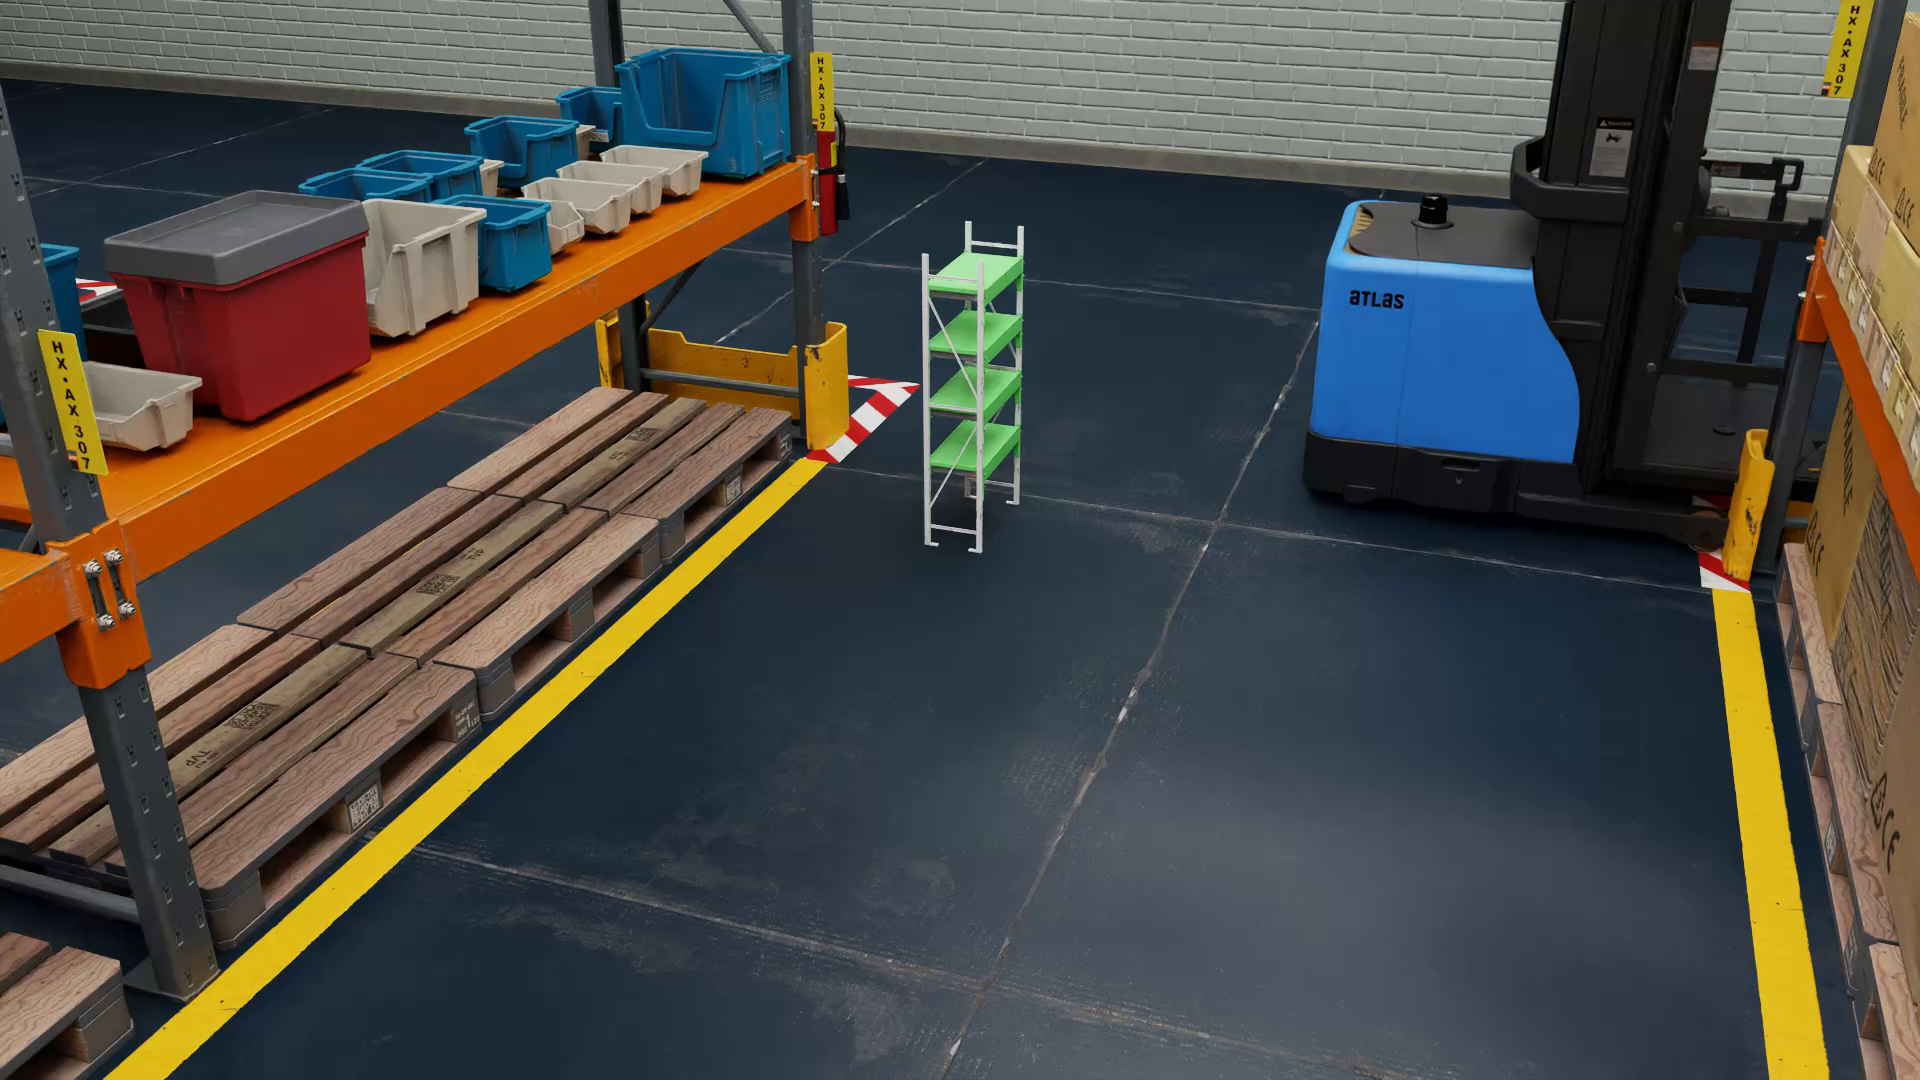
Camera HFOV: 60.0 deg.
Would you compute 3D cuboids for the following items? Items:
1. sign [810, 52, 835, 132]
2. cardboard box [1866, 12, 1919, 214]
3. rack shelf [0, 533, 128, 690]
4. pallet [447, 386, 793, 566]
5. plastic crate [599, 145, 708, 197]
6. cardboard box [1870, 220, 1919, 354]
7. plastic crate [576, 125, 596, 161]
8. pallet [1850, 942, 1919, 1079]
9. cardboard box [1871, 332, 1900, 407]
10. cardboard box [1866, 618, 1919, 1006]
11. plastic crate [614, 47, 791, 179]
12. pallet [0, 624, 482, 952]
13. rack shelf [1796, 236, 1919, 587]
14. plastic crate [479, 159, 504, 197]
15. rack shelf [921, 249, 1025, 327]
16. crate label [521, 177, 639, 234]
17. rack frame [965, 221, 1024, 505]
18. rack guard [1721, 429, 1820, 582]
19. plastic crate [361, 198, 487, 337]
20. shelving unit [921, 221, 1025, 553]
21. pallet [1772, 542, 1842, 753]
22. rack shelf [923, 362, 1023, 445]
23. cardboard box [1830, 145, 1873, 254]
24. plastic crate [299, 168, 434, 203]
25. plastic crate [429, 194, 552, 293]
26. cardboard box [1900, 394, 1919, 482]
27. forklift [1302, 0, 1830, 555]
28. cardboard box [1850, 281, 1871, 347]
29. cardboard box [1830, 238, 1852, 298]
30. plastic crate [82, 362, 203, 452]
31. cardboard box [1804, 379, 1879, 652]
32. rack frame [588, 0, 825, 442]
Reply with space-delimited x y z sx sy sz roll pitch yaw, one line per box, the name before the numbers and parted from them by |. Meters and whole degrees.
sign | -0.583 -1.895 7.035 0.100 0.325 0.005 9 27 17
cardboard box | 2.983 -1.217 4.792 0.500 0.500 0.500 8 27 16
rack shelf | -3.103 0.895 2.286 1.077 0.370 4.000 9 27 17
pallet | -1.418 -0.307 7.141 1.003 0.211 1.213 9 27 17
plastic crate | -1.207 -1.442 6.520 0.396 0.136 0.243 9 27 17
cardboard box | 2.812 -0.664 4.511 0.500 0.250 0.500 8 27 16
plastic crate | -1.684 -1.630 6.908 0.250 0.136 0.298 9 27 17
pallet | 2.560 1.421 3.573 1.003 0.211 1.213 9 27 17
cardboard box | 2.709 -0.437 4.498 0.380 0.149 0.250 8 27 17
cardboard box | 2.827 0.605 4.015 0.875 0.875 0.875 9 27 17
plastic crate | -1.042 -1.773 6.861 0.616 0.435 0.499 9 27 17
pallet | -2.230 0.696 5.070 1.003 0.211 1.213 9 27 17
rack shelf | 2.898 -0.031 4.197 1.077 0.370 4.000 9 27 17
plastic crate | -1.910 -1.351 6.332 0.250 0.136 0.298 9 27 17
rack shelf | 0.055 -0.983 6.448 0.258 0.148 0.480 9 27 17
crate label | -1.387 -1.207 6.034 0.396 0.136 0.243 9 27 17
rack frame | 0.136 -0.708 6.836 0.240 1.200 0.015 9 27 17
rack guard | 3.572 -0.062 6.303 1.175 0.500 0.348 9 27 17
plastic crate | -1.756 -0.826 5.080 0.437 0.282 0.530 9 27 17
shelving unit | 0.055 -0.608 6.629 0.258 1.200 0.503 9 27 17
pallet | 3.372 0.418 5.644 1.003 0.211 1.213 9 27 17
rack shelf | 0.055 -0.551 6.657 0.258 0.148 0.480 9 27 17
cardboard box | 3.150 -1.085 5.380 0.500 0.250 0.500 8 27 16
plastic crate | -2.037 -1.128 5.762 0.416 0.233 0.300 9 27 17
plastic crate | -1.548 -0.965 5.425 0.416 0.233 0.300 9 27 17
cardboard box | 2.538 -0.225 4.061 0.380 0.149 0.250 9 27 18
forklift | 3.037 -1.501 6.487 3.031 2.935 1.130 7 27 15
cardboard box | 2.880 -0.647 4.933 0.380 0.149 0.250 8 27 17
cardboard box | 3.051 -0.860 5.372 0.380 0.149 0.250 8 27 17
plastic crate | -2.148 -0.330 4.223 0.396 0.136 0.243 9 27 17
cardboard box | 3.426 -0.135 5.543 0.875 0.875 0.875 9 27 17
rack frame | -1.107 -1.895 7.222 1.000 3.000 0.127 9 27 17
